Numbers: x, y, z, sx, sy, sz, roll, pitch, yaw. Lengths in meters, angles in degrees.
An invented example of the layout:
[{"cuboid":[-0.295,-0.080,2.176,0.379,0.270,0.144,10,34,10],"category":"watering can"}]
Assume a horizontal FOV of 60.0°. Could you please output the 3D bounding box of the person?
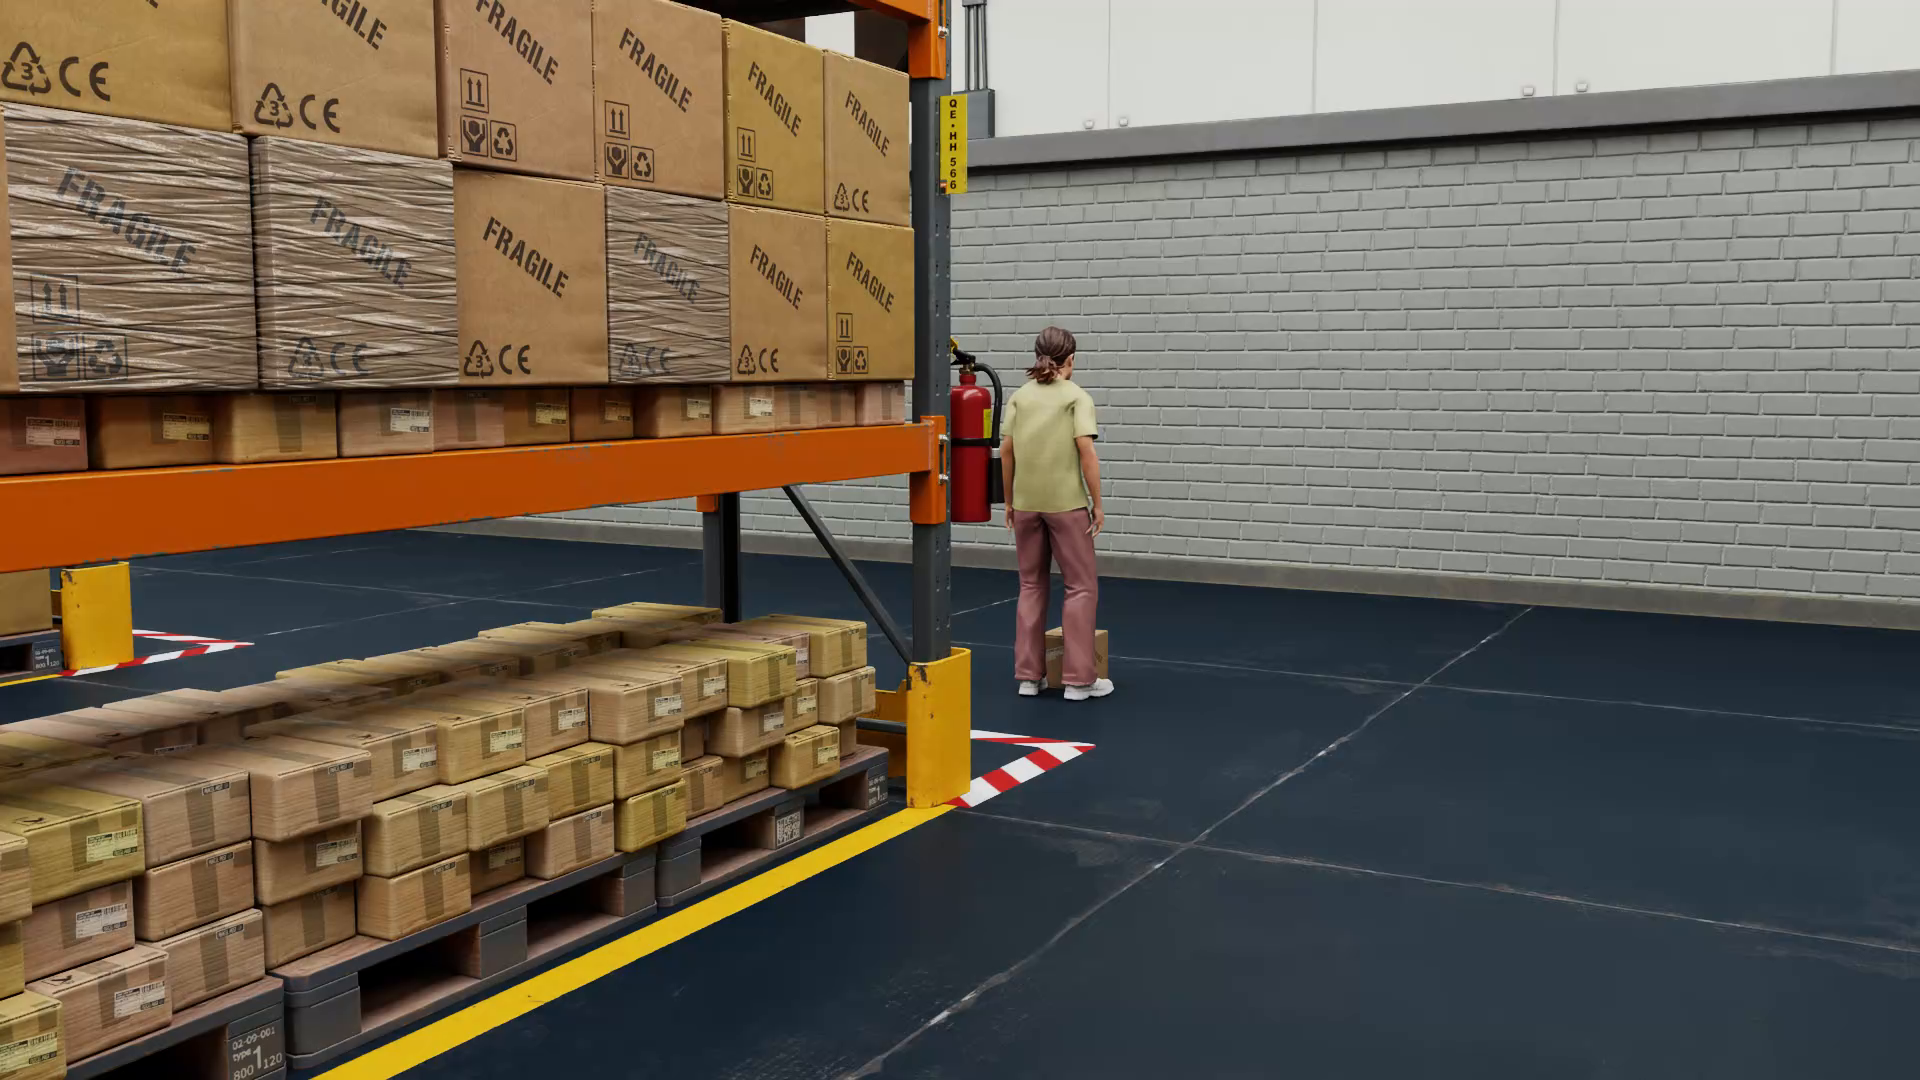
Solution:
[{"cuboid":[0.423,-0.126,7.525,0.496,1.672,0.359,3,7,28],"category":"person"}]
